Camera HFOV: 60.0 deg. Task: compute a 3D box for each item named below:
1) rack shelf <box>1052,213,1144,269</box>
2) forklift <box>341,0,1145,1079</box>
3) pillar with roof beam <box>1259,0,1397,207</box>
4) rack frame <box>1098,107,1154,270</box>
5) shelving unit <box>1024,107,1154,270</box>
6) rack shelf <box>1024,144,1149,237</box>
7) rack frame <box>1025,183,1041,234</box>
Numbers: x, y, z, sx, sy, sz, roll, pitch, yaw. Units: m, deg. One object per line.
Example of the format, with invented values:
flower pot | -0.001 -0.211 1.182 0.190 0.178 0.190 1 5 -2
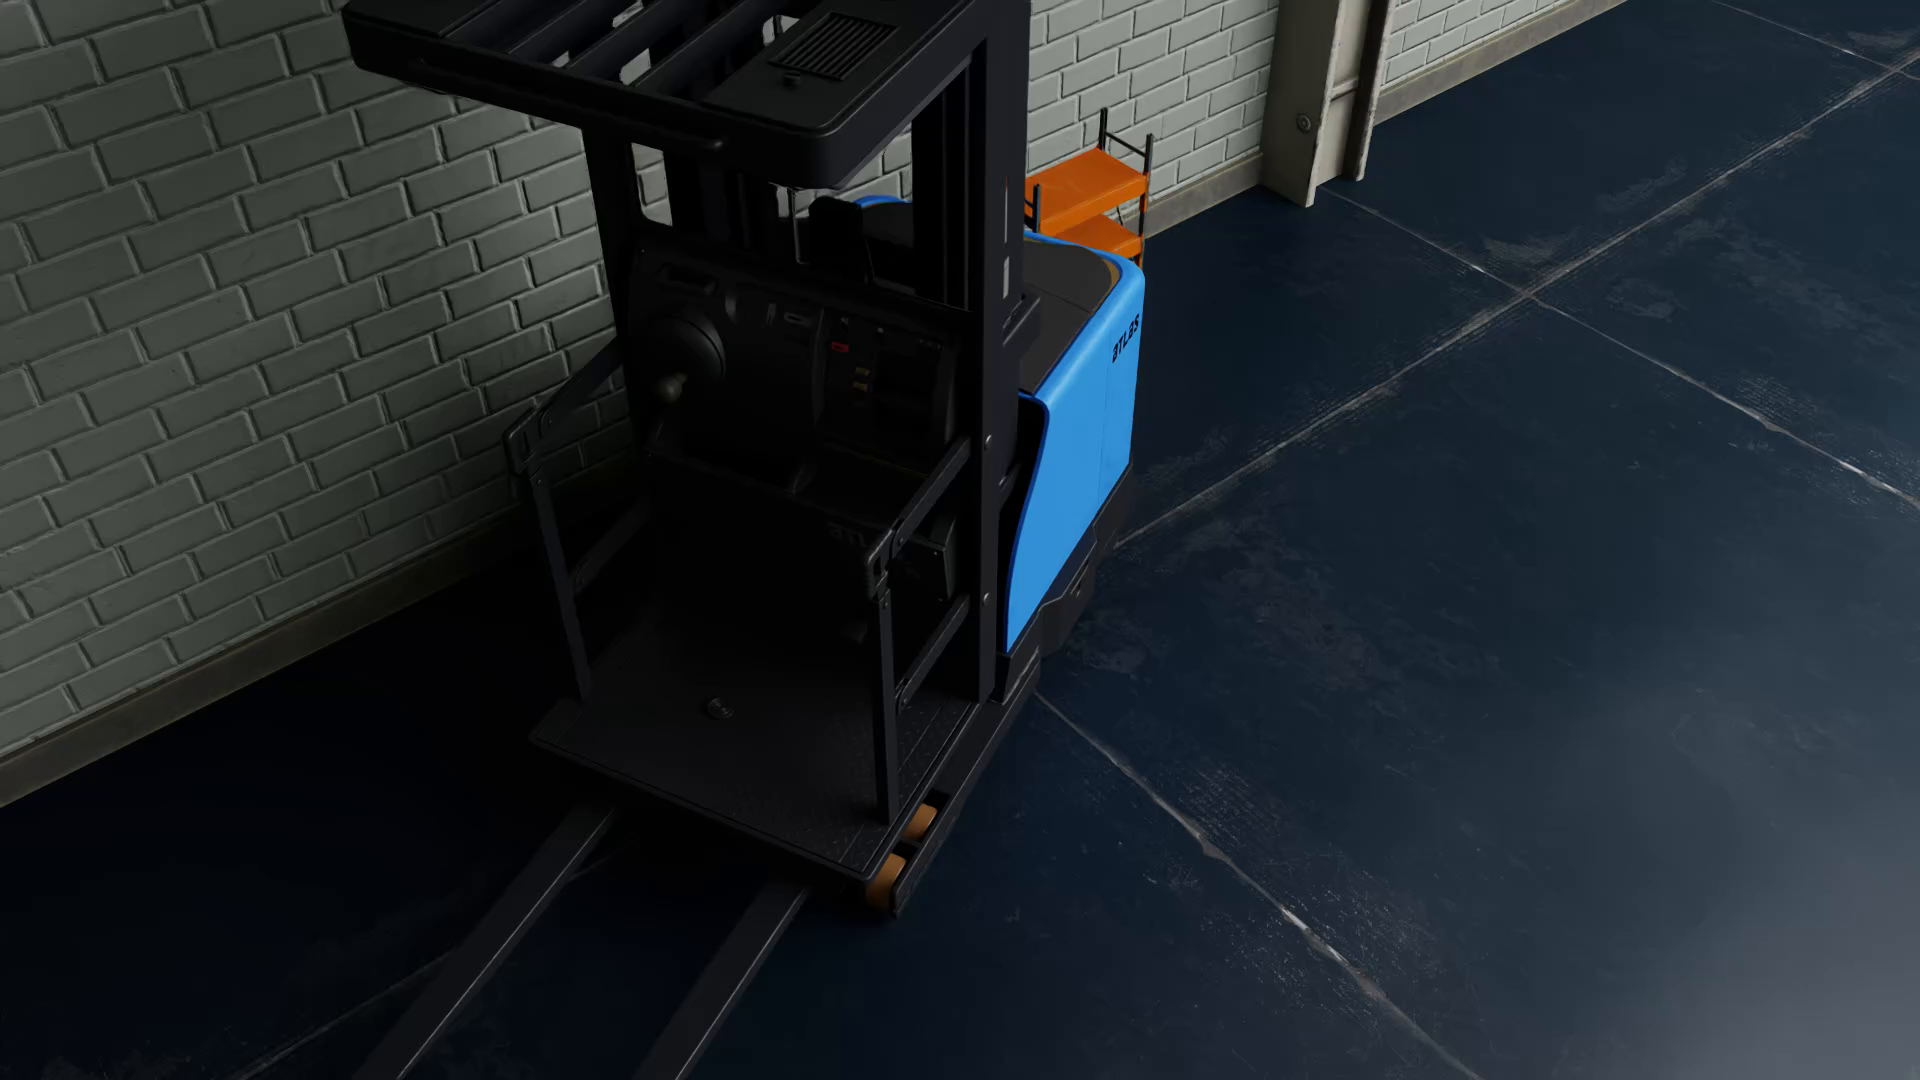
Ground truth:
rack shelf | 0.360 -0.945 5.651 0.480 0.148 0.258 -29 51 -28
forklift | -0.519 -0.381 4.014 1.130 2.935 3.031 19 46 19
pillar with roof beam | 4.332 -2.646 1.994 0.400 9.000 9.100 -30 51 -28
rack frame | 0.549 -0.937 5.871 0.015 1.200 0.240 -29 51 -28
shelving unit | 0.360 -0.831 5.758 0.503 1.200 0.258 -29 51 -28
rack shelf | 0.360 -1.117 5.489 0.480 0.148 0.258 -29 51 -28
rack frame | 0.172 -0.725 5.645 0.015 1.200 0.240 -29 51 -28
